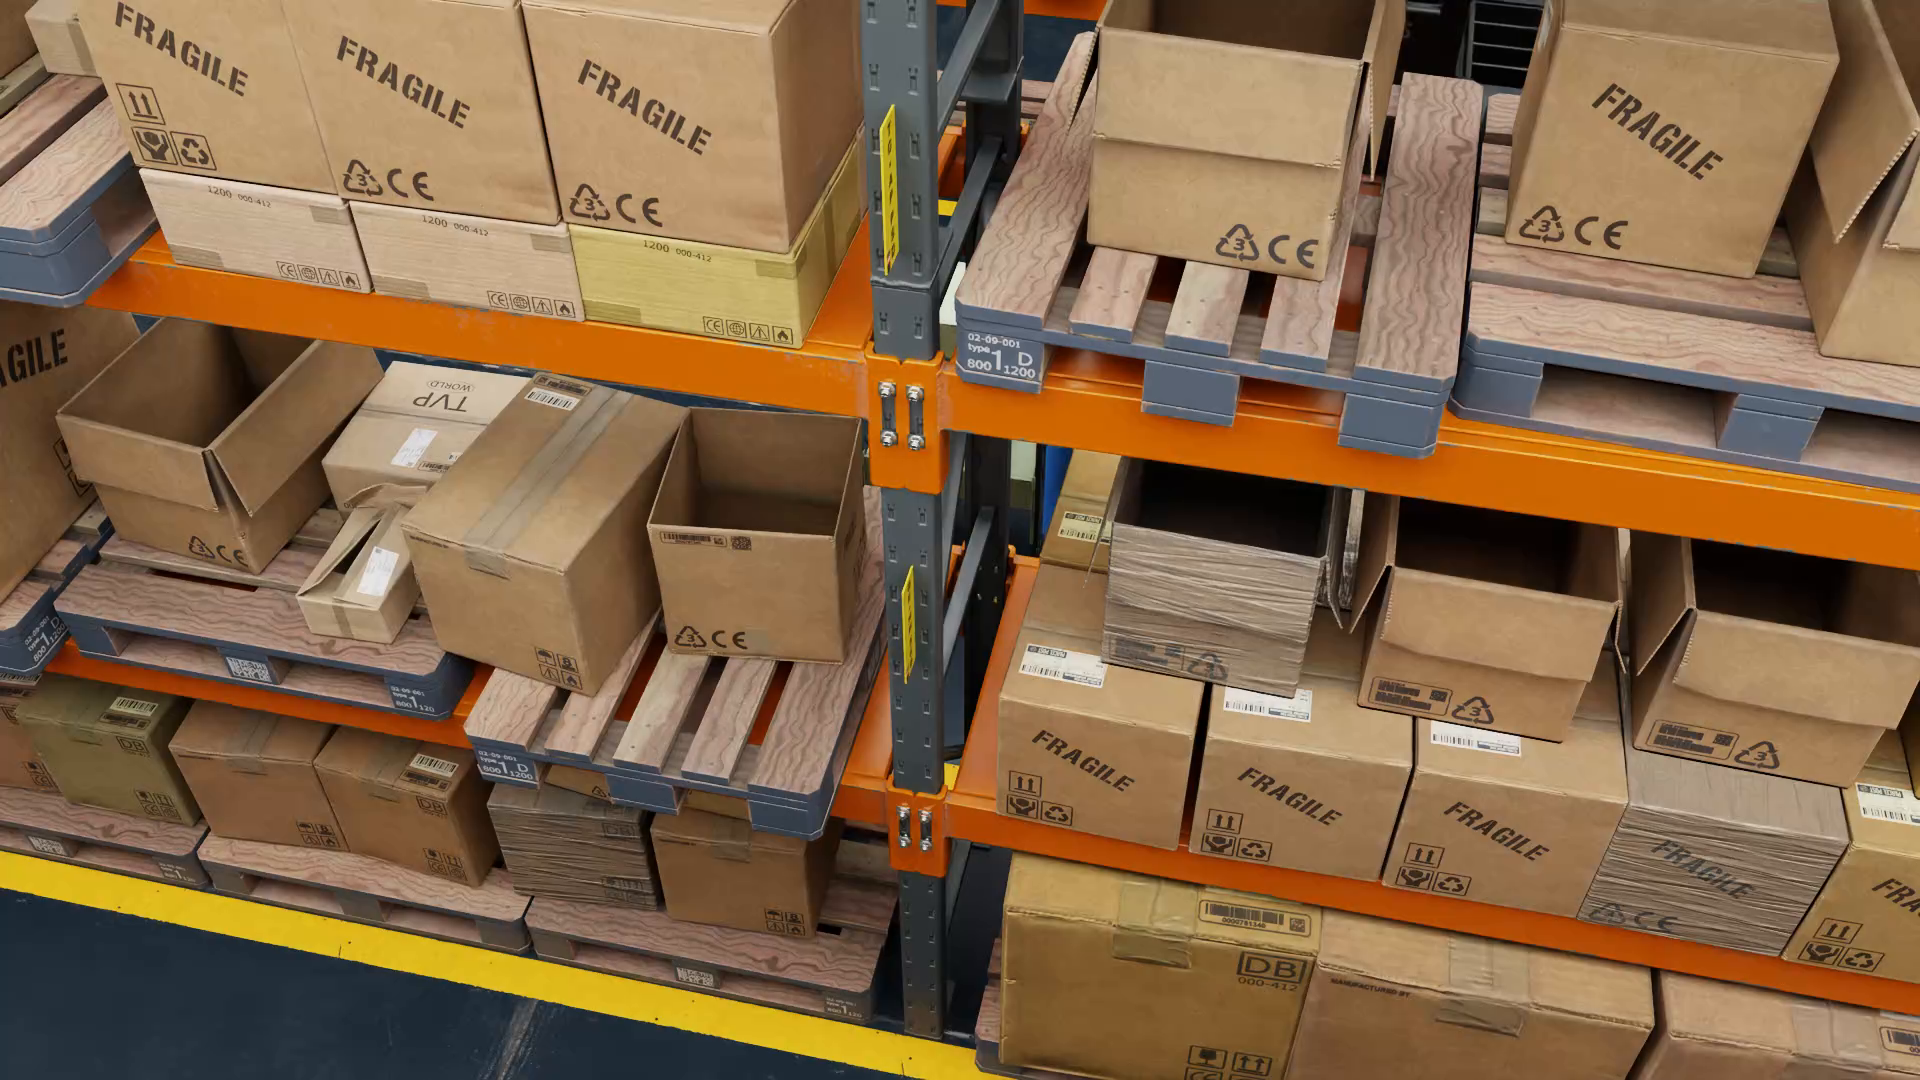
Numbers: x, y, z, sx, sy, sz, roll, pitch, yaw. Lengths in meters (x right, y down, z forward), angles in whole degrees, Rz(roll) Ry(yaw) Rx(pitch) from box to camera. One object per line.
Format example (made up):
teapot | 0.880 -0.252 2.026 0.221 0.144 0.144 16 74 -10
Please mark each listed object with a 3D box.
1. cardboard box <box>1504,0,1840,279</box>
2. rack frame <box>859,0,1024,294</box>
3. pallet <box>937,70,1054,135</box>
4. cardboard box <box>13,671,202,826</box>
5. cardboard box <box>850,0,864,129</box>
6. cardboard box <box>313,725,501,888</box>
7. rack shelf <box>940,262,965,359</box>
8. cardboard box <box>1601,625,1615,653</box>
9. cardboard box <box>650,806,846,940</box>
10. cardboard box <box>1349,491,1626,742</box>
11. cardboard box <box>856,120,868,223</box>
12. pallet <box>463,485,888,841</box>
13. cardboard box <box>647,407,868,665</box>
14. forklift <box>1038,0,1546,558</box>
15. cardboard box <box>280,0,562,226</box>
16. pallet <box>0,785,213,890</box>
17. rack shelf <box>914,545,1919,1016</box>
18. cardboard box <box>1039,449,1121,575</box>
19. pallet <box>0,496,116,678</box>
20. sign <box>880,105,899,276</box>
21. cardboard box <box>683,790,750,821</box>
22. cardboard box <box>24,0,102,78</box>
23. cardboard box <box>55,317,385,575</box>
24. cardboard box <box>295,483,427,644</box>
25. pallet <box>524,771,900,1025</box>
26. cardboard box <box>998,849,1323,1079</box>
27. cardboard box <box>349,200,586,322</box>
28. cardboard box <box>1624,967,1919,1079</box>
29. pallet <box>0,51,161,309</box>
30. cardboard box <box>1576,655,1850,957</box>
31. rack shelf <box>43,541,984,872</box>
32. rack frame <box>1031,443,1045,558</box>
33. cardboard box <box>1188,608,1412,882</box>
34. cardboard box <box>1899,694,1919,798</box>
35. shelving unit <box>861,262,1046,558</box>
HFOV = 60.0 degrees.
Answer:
cardboard box | 1.458 -0.925 3.471 0.500 0.500 0.500 11 45 11
rack frame | -0.014 -1.934 2.730 0.127 3.000 1.000 9 45 9
pallet | 0.320 -2.263 9.409 1.213 0.211 1.003 9 45 9
cardboard box | -2.862 0.557 5.954 0.500 0.500 0.700 9 45 9
cardboard box | -0.417 -1.314 3.817 0.500 0.500 0.500 9 45 9
cardboard box | -1.771 0.725 5.779 0.500 0.500 0.700 12 45 12
rack shelf | -0.007 -0.823 6.420 0.720 0.370 0.431 9 45 9
cardboard box | 1.514 0.255 4.710 0.500 0.500 0.500 7 44 8
cardboard box | -0.673 0.882 5.616 0.500 0.500 0.700 7 44 7
cardboard box | 1.331 0.053 4.197 0.637 0.503 0.797 10 45 10
cardboard box | -0.417 -1.042 4.075 0.500 0.250 0.500 10 45 10
pallet | -0.733 0.261 4.914 1.003 0.211 1.213 9 45 9
cardboard box | -0.550 -0.014 4.687 0.500 0.500 0.500 4 44 4
forklift | 1.885 -0.794 5.921 3.031 2.935 1.130 10 45 10
cardboard box | -1.037 -1.042 3.534 0.500 0.500 0.500 9 45 9
pallet | -3.158 0.744 6.285 1.213 0.211 1.003 9 45 9
rack shelf | 1.937 0.790 4.745 4.000 0.370 1.077 9 45 9
cardboard box | 0.521 0.099 4.872 0.500 0.500 0.500 10 45 10
pallet | -3.204 -0.095 5.284 1.213 0.211 1.003 9 45 9
sign | -0.135 -0.672 3.210 0.005 0.325 0.100 9 45 9
cardboard box | -0.675 0.619 5.349 0.500 0.250 0.500 11 45 11
cardboard box | -2.066 -1.310 4.110 0.250 0.166 0.380 8 44 8
cardboard box | -2.206 -0.366 5.050 0.637 0.503 0.797 13 45 13
cardboard box | -1.701 0.055 4.784 0.258 0.266 0.396 8 44 8
pallet | -0.777 1.113 5.901 1.213 0.211 1.003 9 45 9
cardboard box | 0.655 0.961 5.278 0.875 0.875 1.225 7 44 7
cardboard box | -1.019 -0.771 3.793 0.500 0.250 0.500 9 45 9
cardboard box | 2.388 1.230 4.999 0.875 0.875 1.225 7 44 8
pallet | -2.326 -1.070 4.132 1.003 0.211 1.213 9 45 9
cardboard box | 1.892 0.678 4.270 0.500 0.500 0.500 9 45 9
rack shelf | -1.966 0.184 5.374 4.000 0.370 1.077 9 45 9
rack frame | 0.351 -0.486 6.633 0.023 1.500 0.400 9 45 9
cardboard box | 0.904 0.526 4.428 0.500 0.500 0.500 8 44 8
cardboard box | 2.597 0.233 4.009 0.637 0.503 0.797 9 45 10
shelving unit | -0.007 -0.541 6.691 0.755 1.500 0.431 9 45 9
